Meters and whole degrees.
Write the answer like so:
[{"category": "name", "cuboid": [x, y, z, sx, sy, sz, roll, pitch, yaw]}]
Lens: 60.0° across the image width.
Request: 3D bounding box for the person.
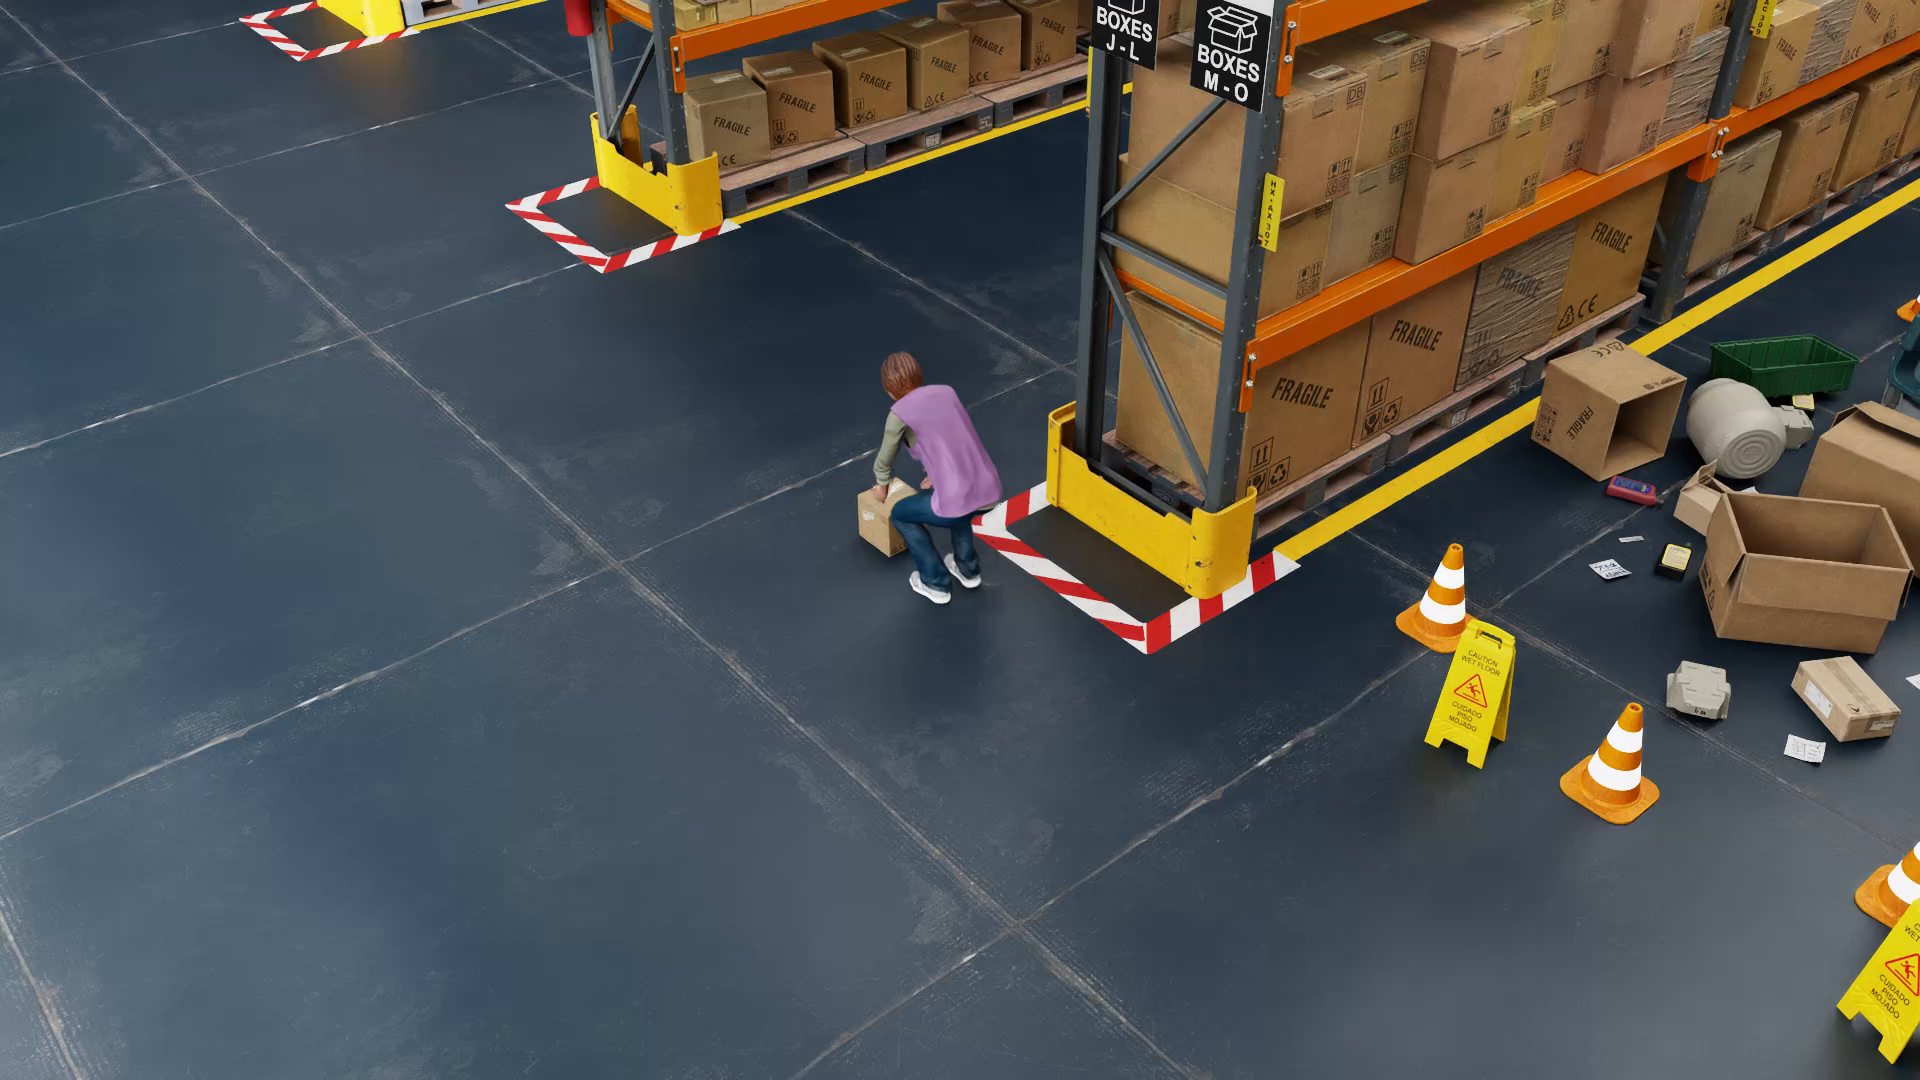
[{"category": "person", "cuboid": [-0.124, -0.261, 7.811, 0.461, 1.158, 0.725, -22, 42, -27]}]
